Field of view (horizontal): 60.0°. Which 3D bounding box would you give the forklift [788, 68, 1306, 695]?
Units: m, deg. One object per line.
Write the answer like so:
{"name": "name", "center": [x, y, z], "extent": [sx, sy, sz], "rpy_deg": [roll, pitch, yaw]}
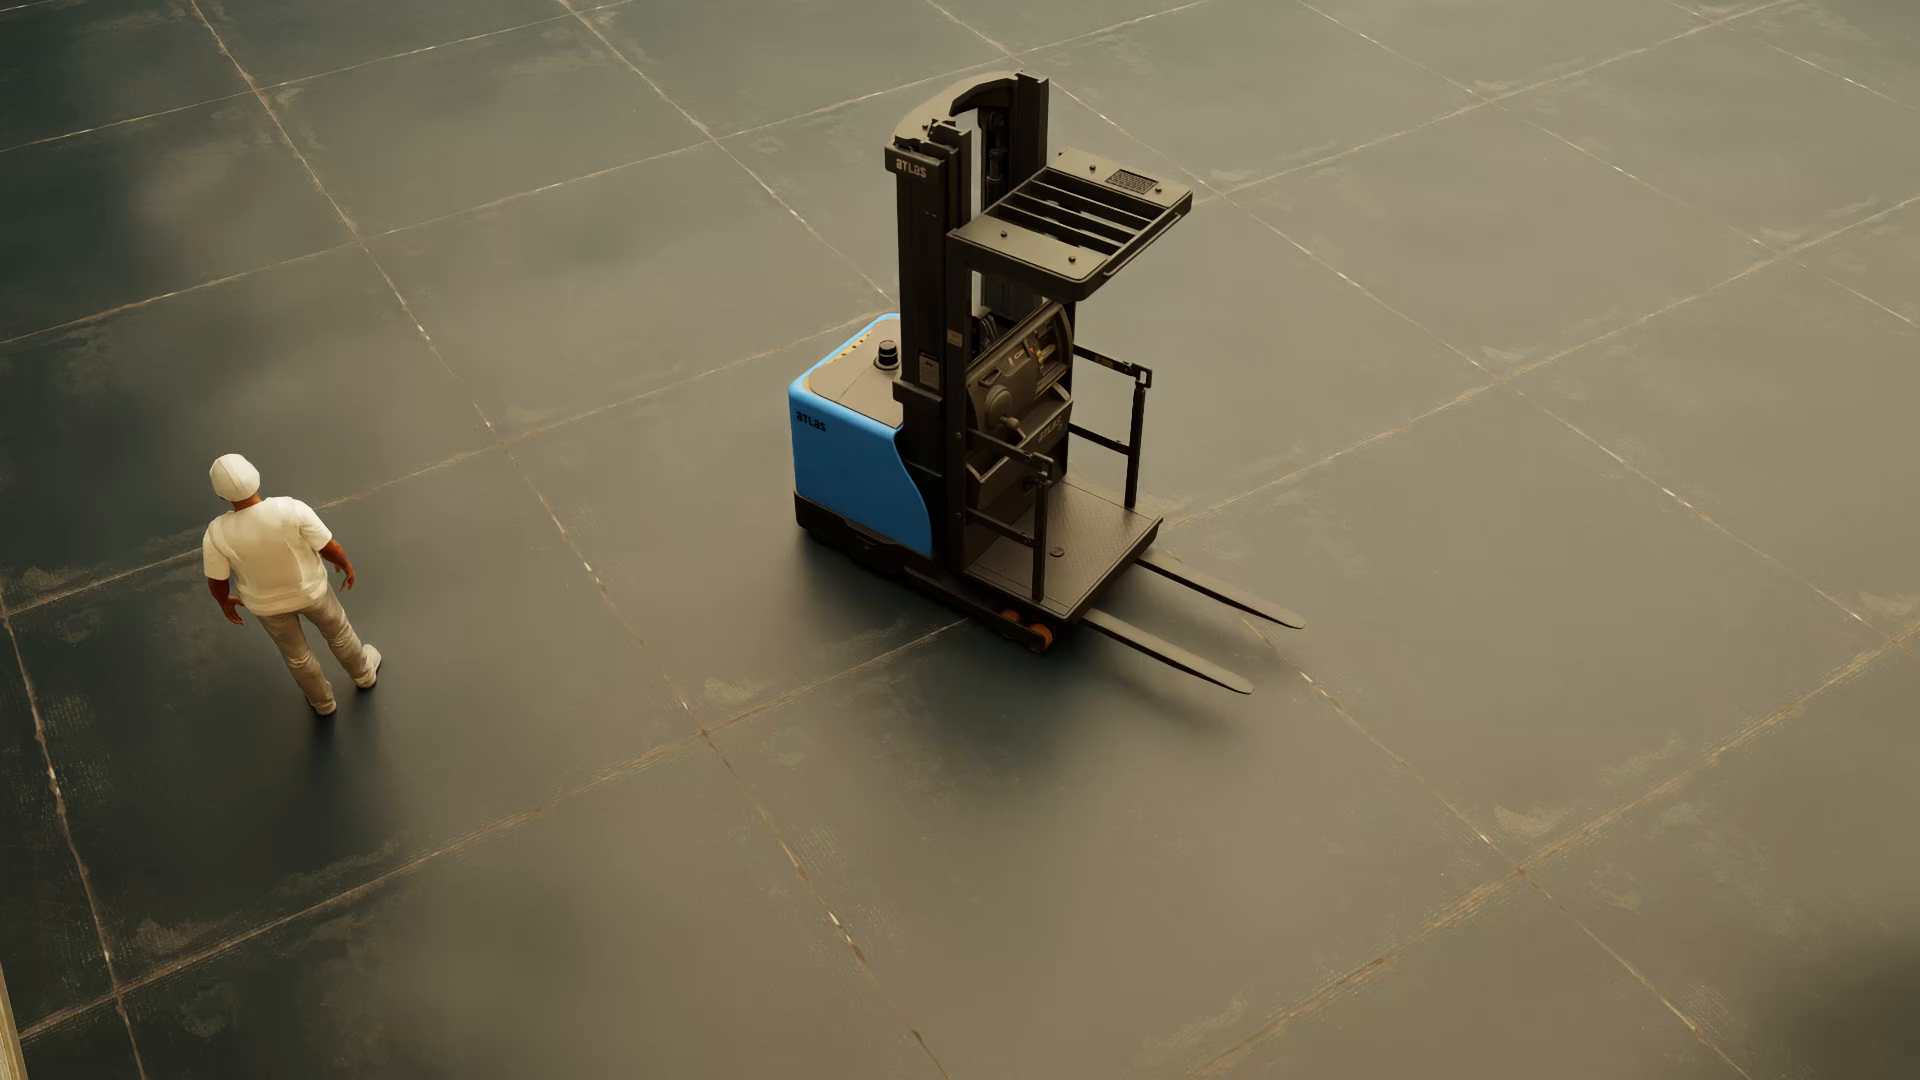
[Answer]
{"name": "forklift", "center": [0.496, -0.872, 8.869], "extent": [3.031, 2.935, 1.130], "rpy_deg": [25, 47, 26]}

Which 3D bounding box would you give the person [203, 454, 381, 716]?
{"name": "person", "center": [-3.457, 0.202, 8.514], "extent": [0.665, 1.765, 0.579], "rpy_deg": [-16, 44, -18]}
